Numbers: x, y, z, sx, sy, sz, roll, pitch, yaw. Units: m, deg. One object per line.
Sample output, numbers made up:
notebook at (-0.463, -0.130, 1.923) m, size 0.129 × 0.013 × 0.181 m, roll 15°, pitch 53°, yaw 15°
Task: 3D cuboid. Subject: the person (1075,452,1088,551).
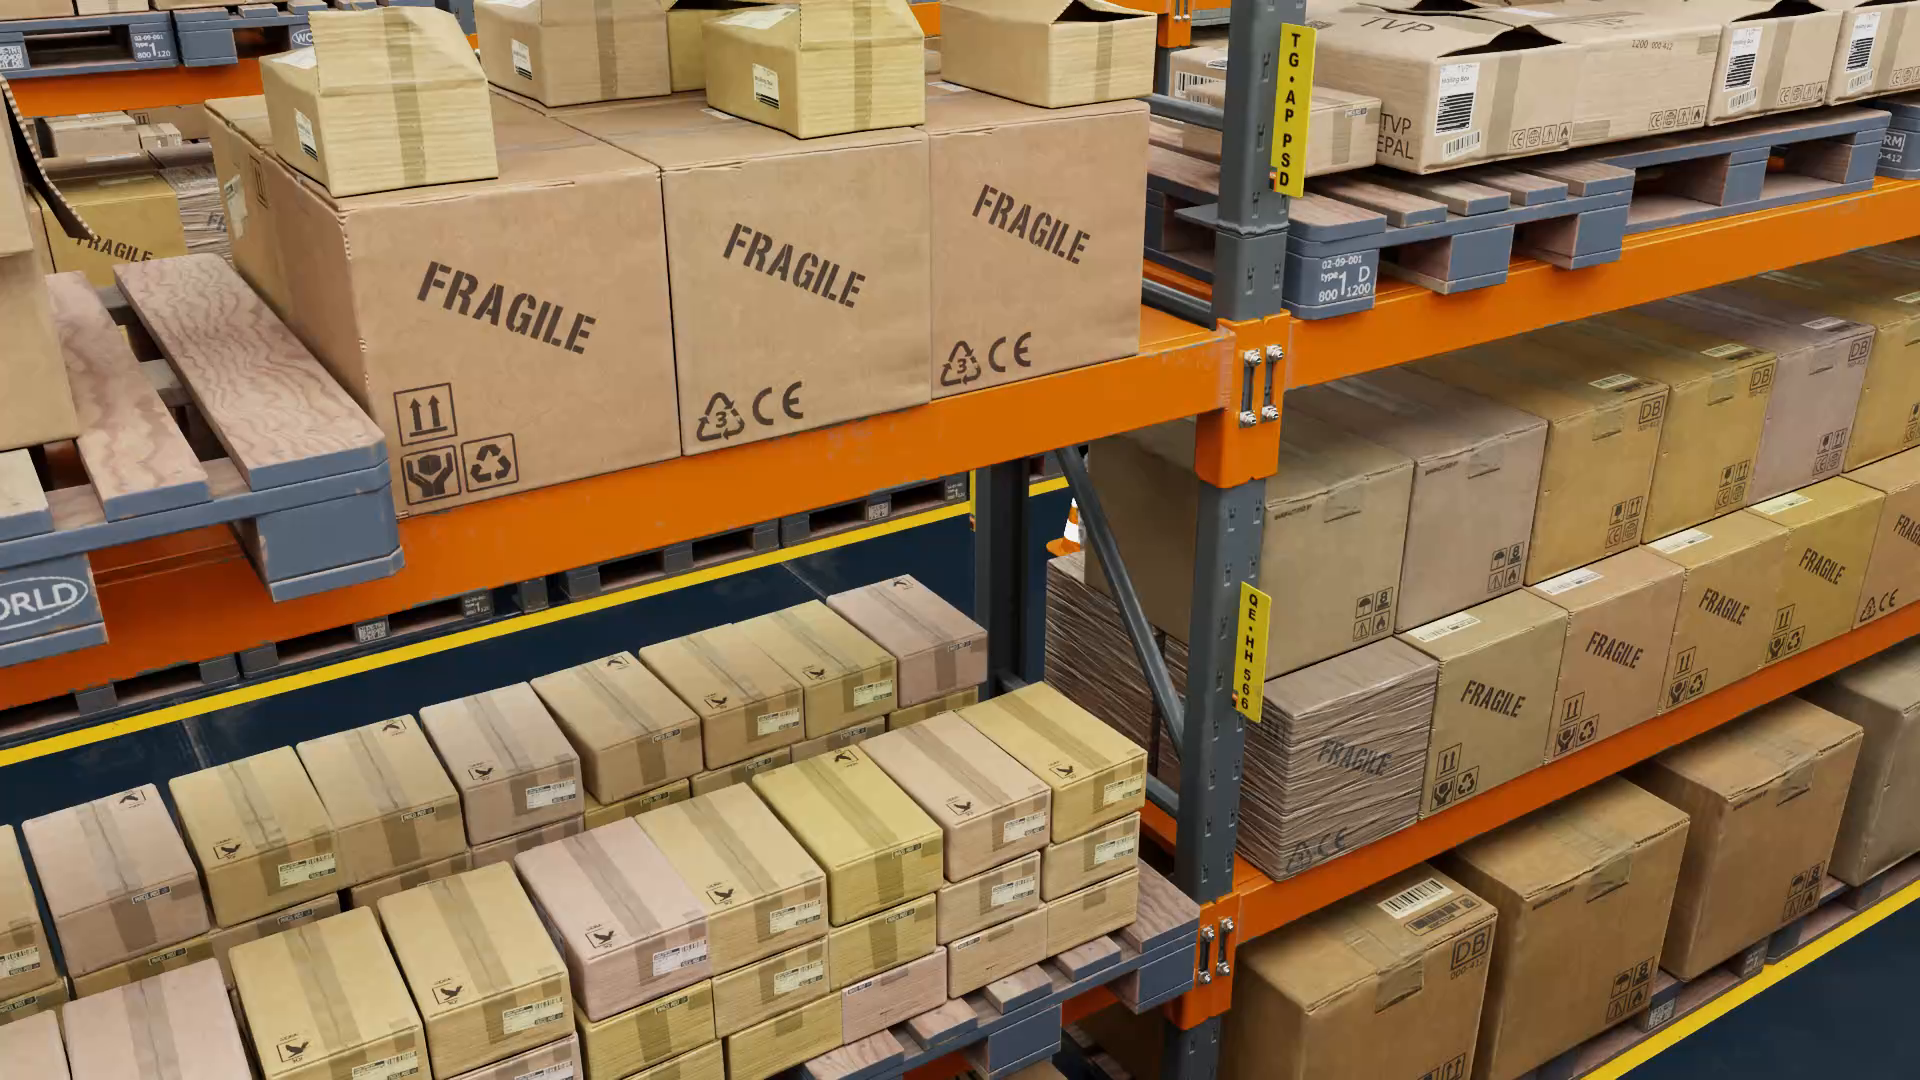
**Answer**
person at (0.668, 0.134, 6.794) m, size 0.576 × 1.781 × 0.566 m, roll 1°, pitch 25°, yaw 2°
